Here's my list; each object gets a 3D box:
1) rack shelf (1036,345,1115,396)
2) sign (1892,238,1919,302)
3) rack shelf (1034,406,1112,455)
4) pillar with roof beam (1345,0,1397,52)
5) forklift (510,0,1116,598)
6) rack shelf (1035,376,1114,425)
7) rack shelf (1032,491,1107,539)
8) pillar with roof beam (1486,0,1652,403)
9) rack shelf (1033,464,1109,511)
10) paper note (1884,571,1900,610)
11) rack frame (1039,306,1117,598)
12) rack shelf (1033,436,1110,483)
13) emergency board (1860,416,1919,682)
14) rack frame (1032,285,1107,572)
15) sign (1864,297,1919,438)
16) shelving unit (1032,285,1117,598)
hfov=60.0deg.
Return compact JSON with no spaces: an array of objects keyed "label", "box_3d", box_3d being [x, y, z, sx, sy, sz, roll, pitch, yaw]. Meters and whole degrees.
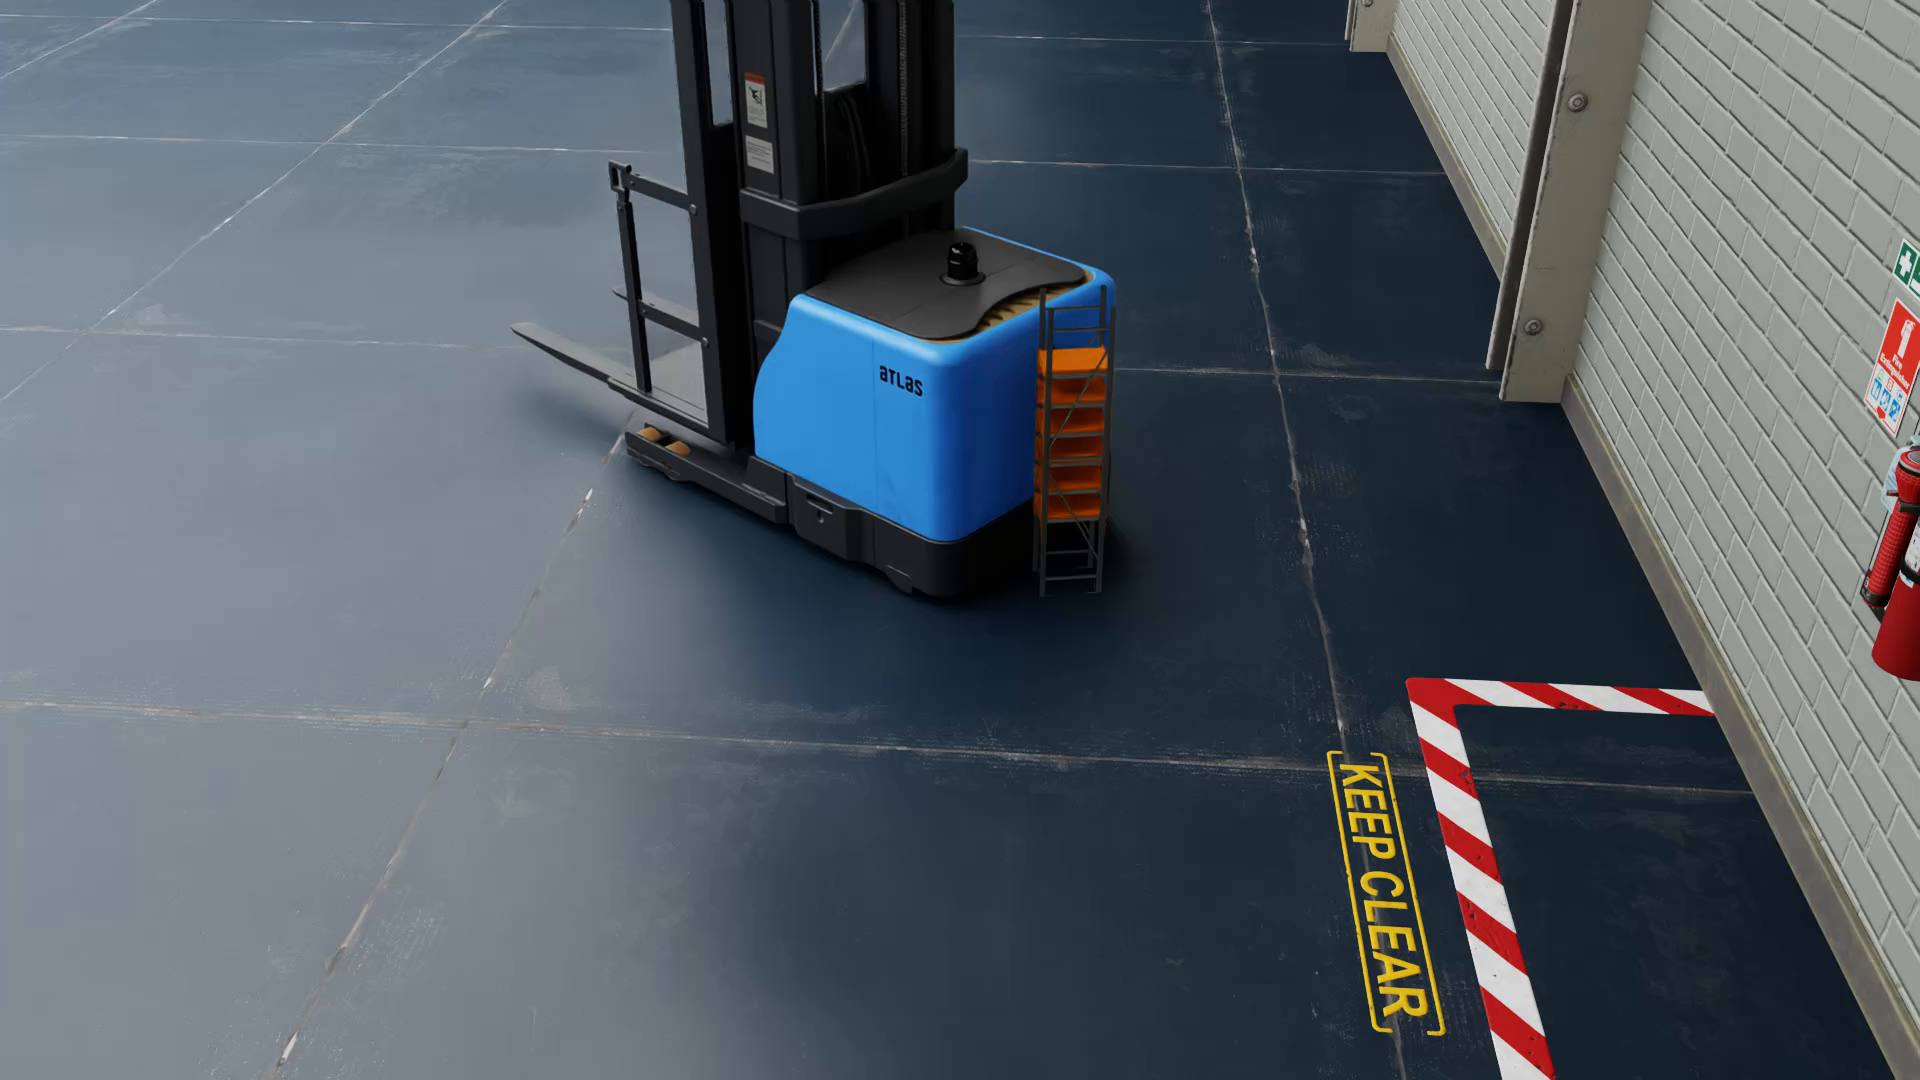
[{"label":"rack shelf","box_3d":[0.415,-0.613,6.000,0.258,0.103,0.180,-3,32,-5]},{"label":"sign","box_3d":[2.601,-0.705,4.496,0.001,0.109,0.331,2,32,4]},{"label":"rack shelf","box_3d":[0.414,-0.409,6.126,0.258,0.103,0.180,-3,32,-5]},{"label":"pillar with roof beam","box_3d":[-1.090,-7.904,10.998,9.100,9.000,0.400,2,32,4]},{"label":"forklift","box_3d":[-0.818,-1.683,6.687,3.031,2.935,1.130,25,40,35]},{"label":"rack shelf","box_3d":[0.415,-0.511,6.063,0.258,0.103,0.180,-3,32,-5]},{"label":"rack shelf","box_3d":[0.414,-0.103,6.315,0.258,0.103,0.180,-3,32,-5]},{"label":"pillar with roof beam","box_3d":[-1.579,-4.766,5.907,9.100,9.000,0.400,2,32,4]},{"label":"rack shelf","box_3d":[0.414,-0.205,6.252,0.258,0.103,0.180,-3,32,-5]},{"label":"paper note","box_3d":[2.546,0.104,4.562,0.016,0.148,0.142,2,32,4]},{"label":"rack frame","box_3d":[0.424,-0.297,6.088,0.240,1.200,0.006,-3,32,-5]},{"label":"rack shelf","box_3d":[0.414,-0.307,6.189,0.258,0.103,0.180,-3,32,-5]},{"label":"emergency board","box_3d":[2.463,-0.182,4.186,0.194,1.169,0.643,2,32,4]},{"label":"rack frame","box_3d":[0.404,-0.393,6.243,0.240,1.200,0.006,-3,32,-5]},{"label":"sign","box_3d":[2.610,-0.481,4.638,0.001,0.329,0.234,2,32,4]},{"label":"shelving unit","box_3d":[0.414,-0.345,6.165,0.258,1.200,0.189,-3,32,-5]}]
